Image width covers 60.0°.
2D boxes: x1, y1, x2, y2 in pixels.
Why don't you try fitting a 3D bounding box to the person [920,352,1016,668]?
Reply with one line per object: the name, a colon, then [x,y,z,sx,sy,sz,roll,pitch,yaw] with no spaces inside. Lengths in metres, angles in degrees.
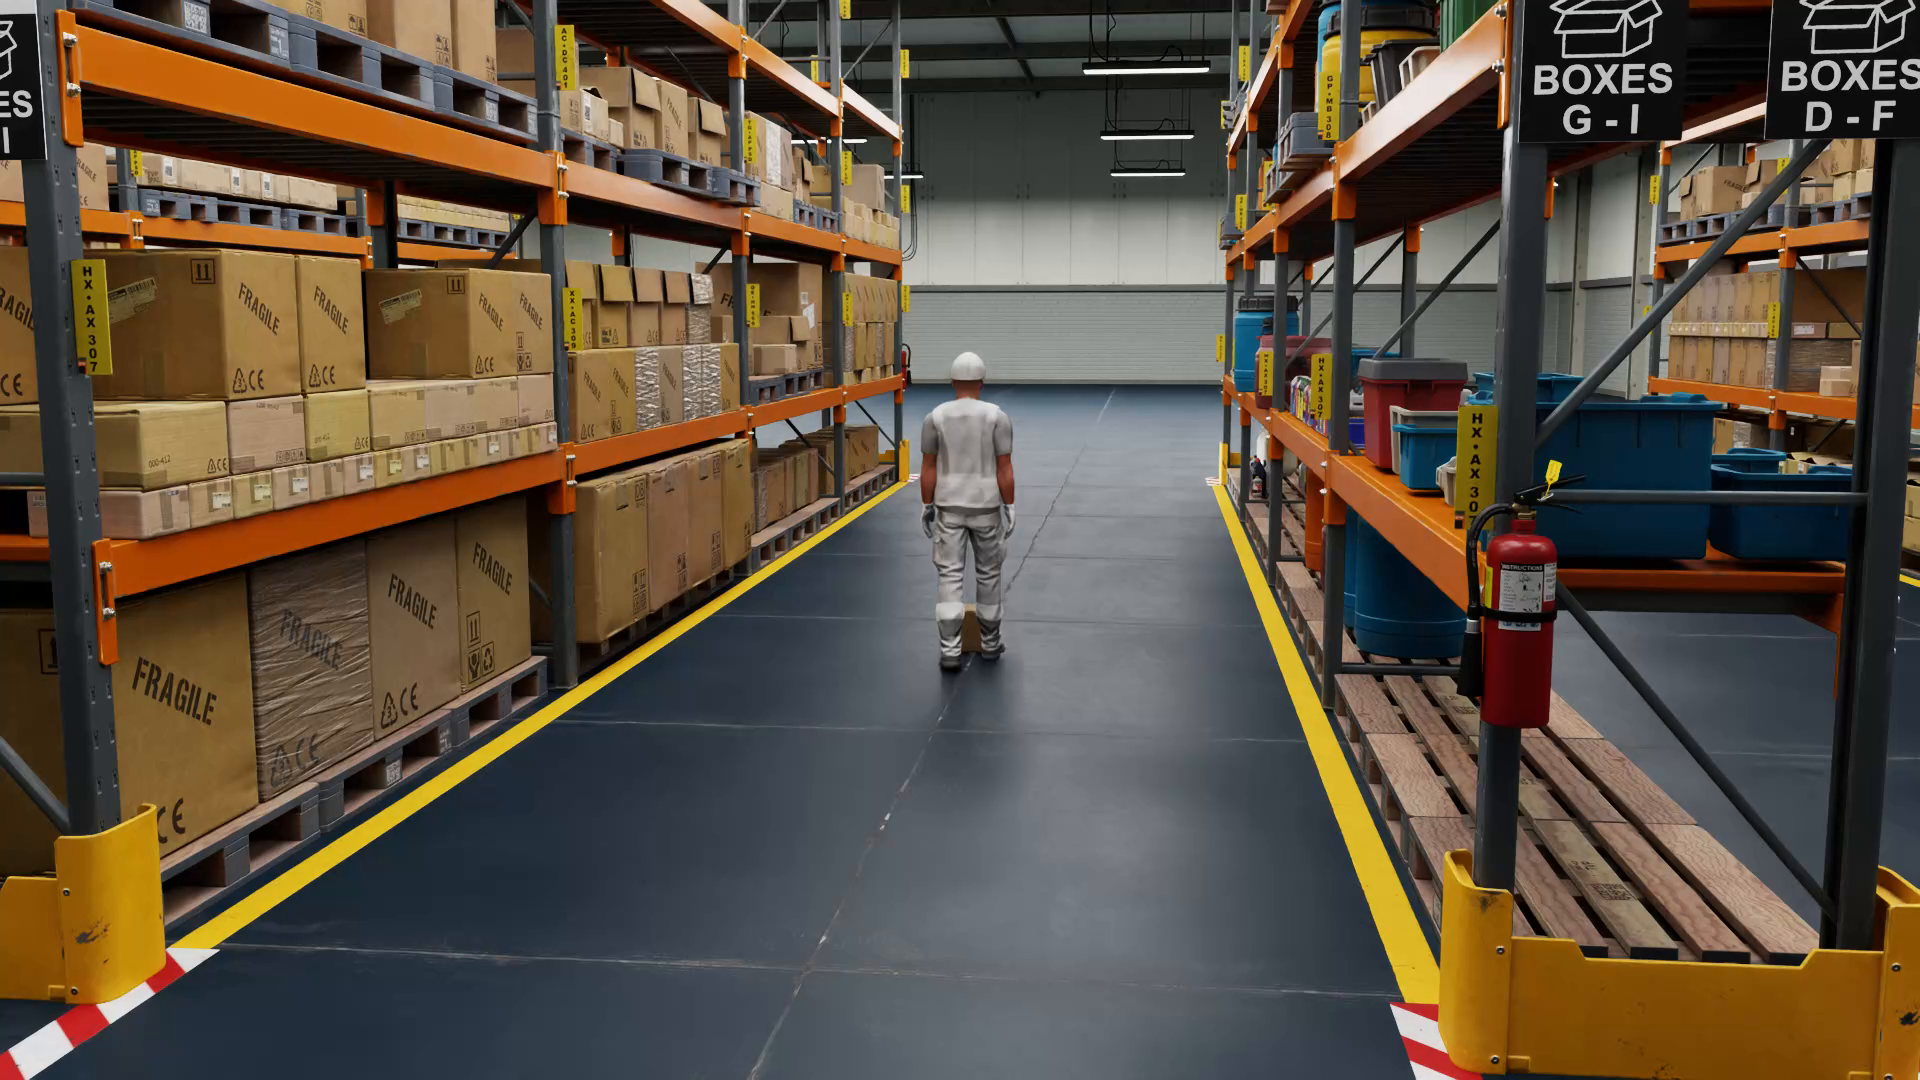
person: [0.054,-0.181,9.542,0.544,1.790,0.655,1,8,7]
